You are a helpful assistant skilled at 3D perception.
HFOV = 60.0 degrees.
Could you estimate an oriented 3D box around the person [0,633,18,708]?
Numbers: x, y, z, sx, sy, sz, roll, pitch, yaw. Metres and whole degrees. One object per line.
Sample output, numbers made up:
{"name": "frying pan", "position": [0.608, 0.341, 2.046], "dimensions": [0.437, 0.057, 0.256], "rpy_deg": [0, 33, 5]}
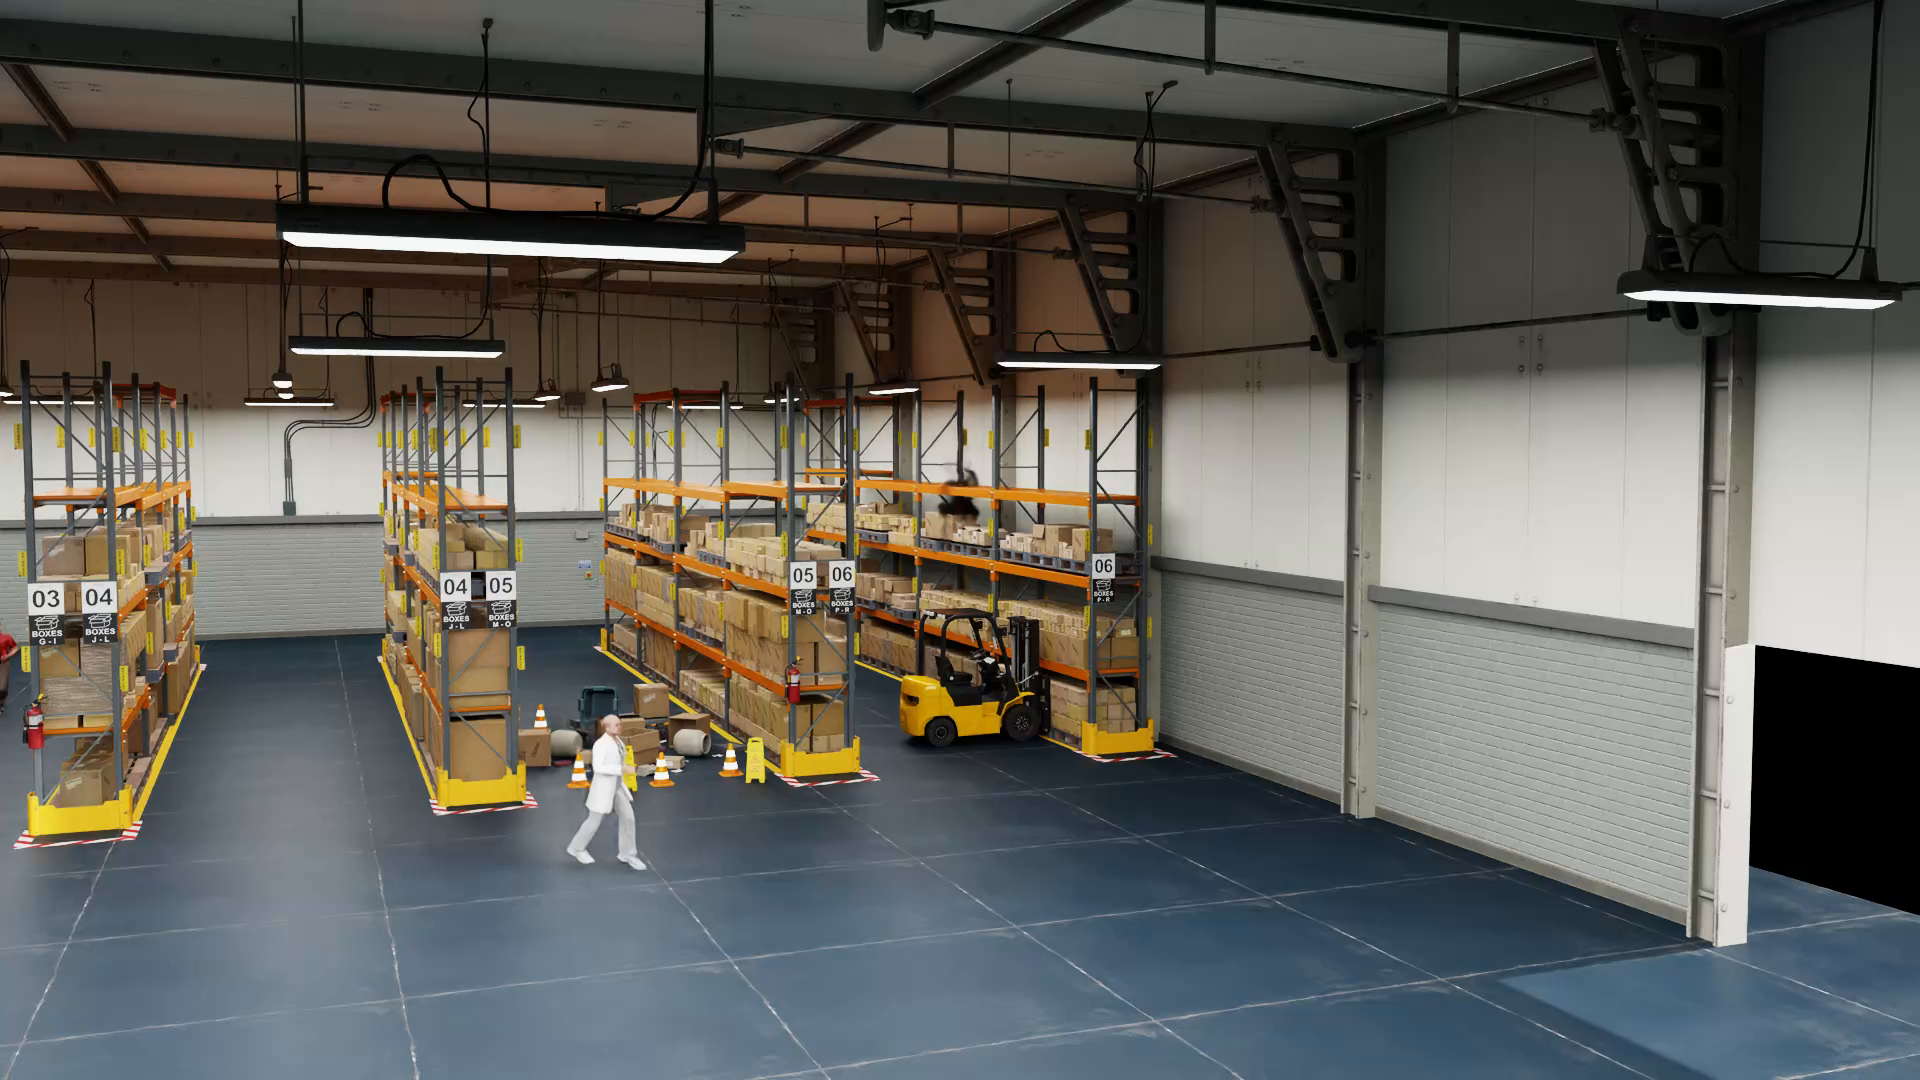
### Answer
{"name": "person", "position": [-17.512, 2.338, 30.269], "dimensions": [0.654, 1.731, 0.809], "rpy_deg": [-1, 4, -23]}

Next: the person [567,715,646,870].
{"name": "person", "position": [-4.147, 2.939, 19.403], "dimensions": [0.964, 1.822, 0.648], "rpy_deg": [1, 4, 23]}
